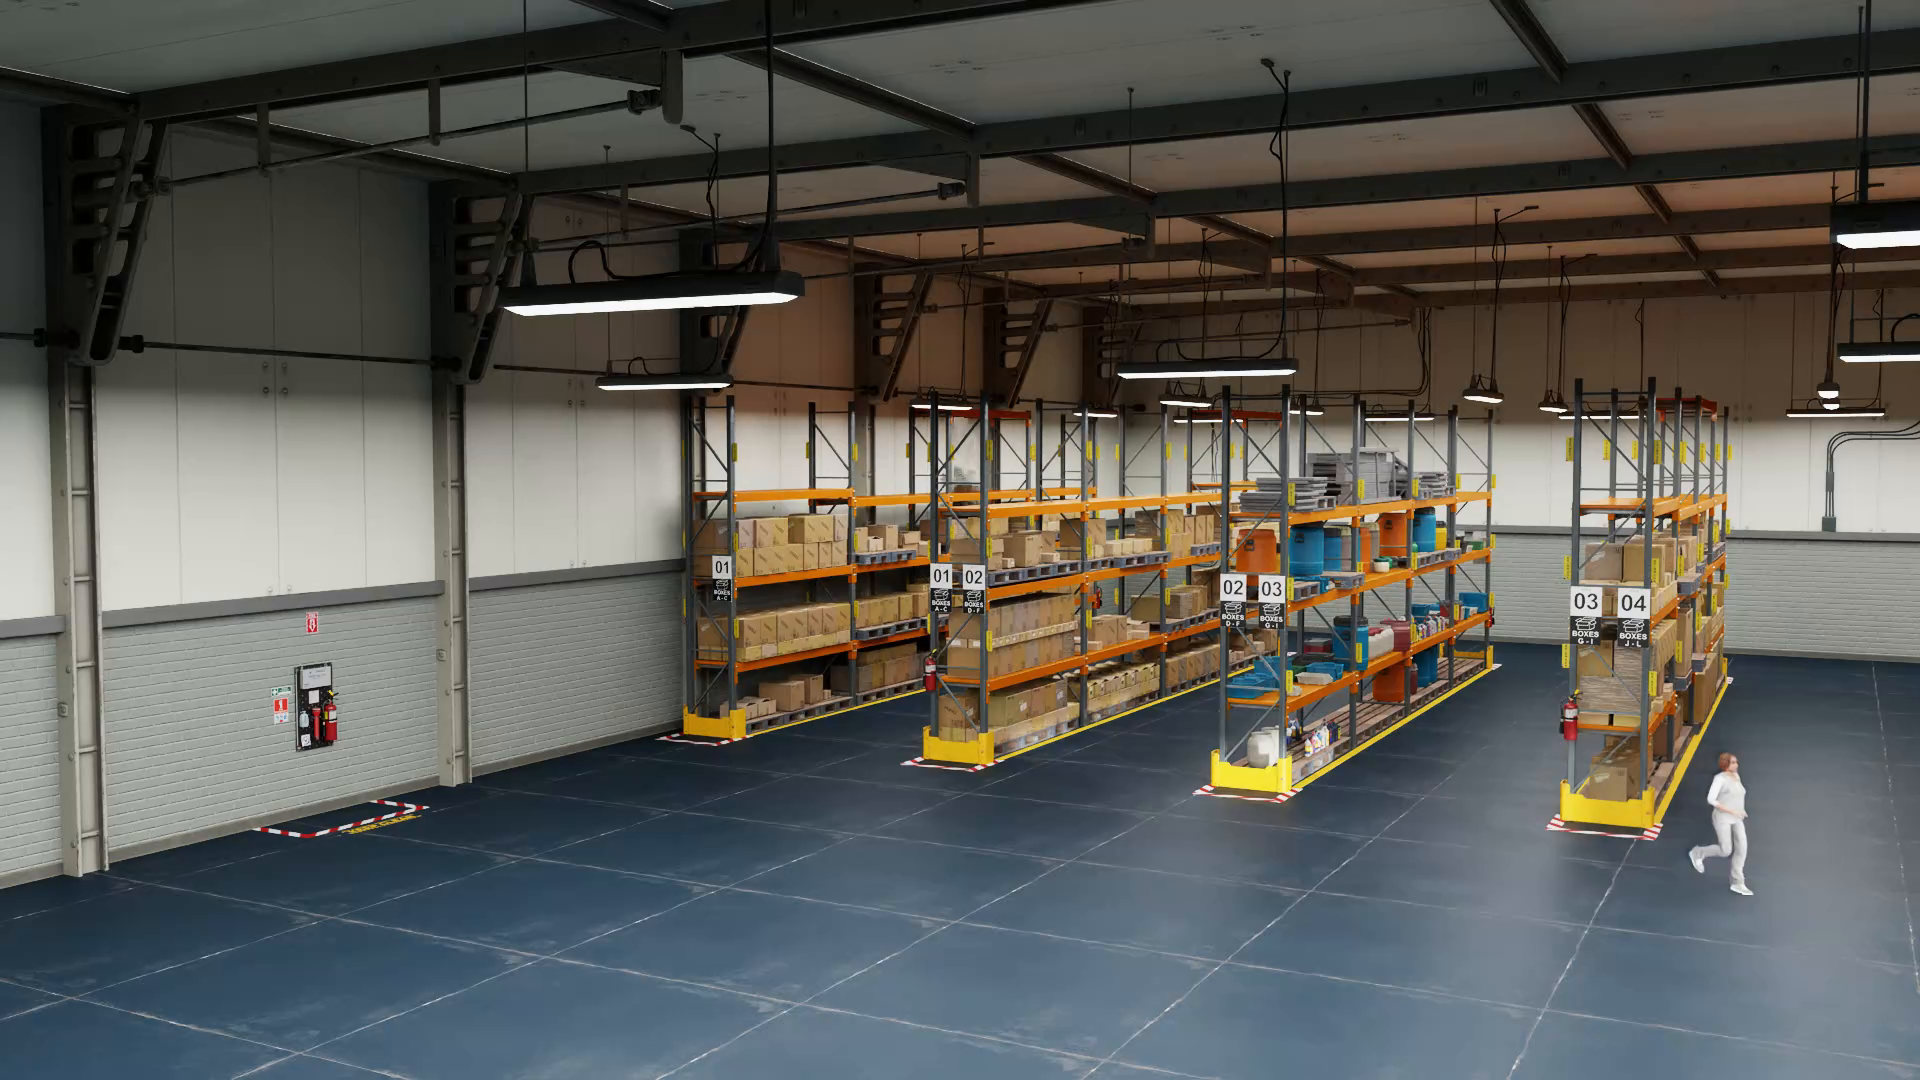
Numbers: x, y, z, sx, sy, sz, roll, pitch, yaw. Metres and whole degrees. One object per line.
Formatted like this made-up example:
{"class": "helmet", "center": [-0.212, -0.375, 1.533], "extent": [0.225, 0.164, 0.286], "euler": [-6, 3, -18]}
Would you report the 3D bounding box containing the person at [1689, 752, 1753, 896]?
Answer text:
{"class": "person", "center": [8.760, 3.218, 19.026], "extent": [0.552, 1.590, 0.743], "euler": [-2, 3, -29]}
